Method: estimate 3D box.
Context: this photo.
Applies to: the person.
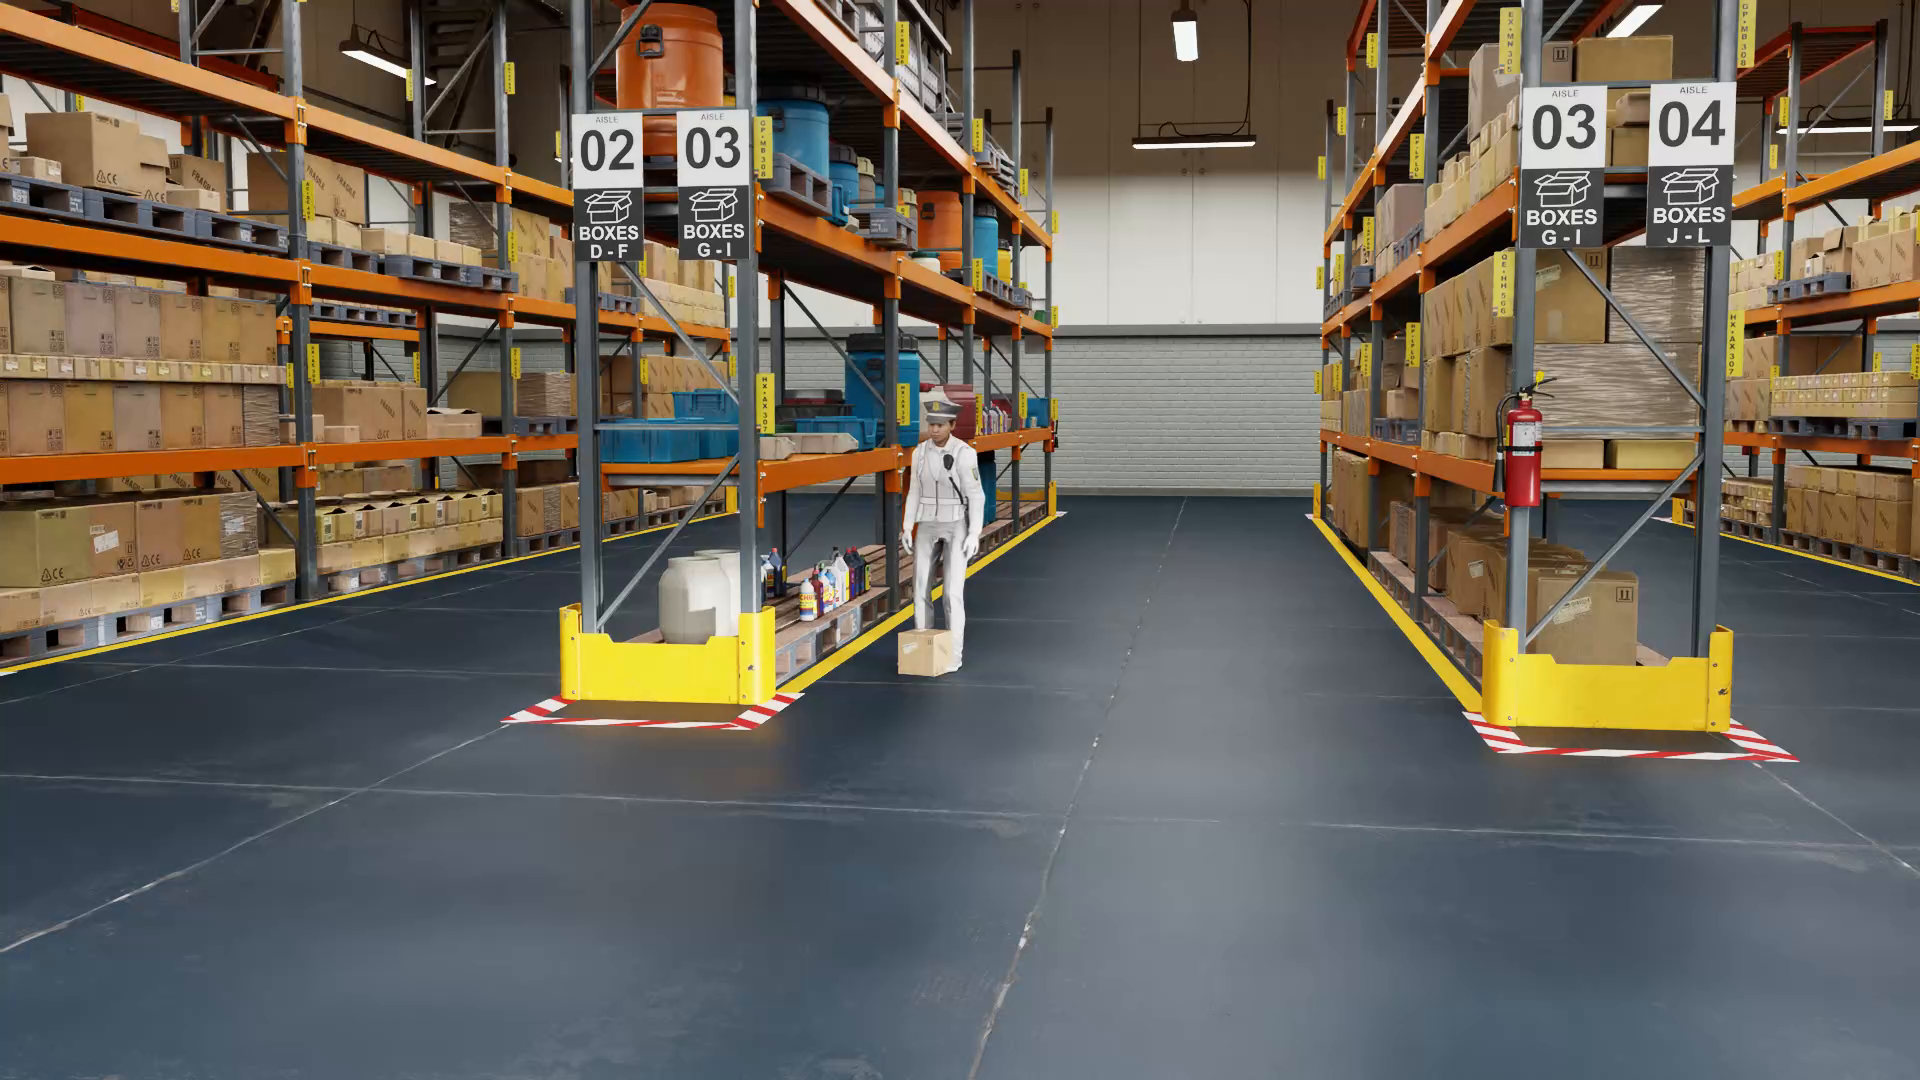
[{"bbox_3d":[-0.118,-0.035,10.310,0.532,1.663,0.414,2,5,24],"label":"person"}]
